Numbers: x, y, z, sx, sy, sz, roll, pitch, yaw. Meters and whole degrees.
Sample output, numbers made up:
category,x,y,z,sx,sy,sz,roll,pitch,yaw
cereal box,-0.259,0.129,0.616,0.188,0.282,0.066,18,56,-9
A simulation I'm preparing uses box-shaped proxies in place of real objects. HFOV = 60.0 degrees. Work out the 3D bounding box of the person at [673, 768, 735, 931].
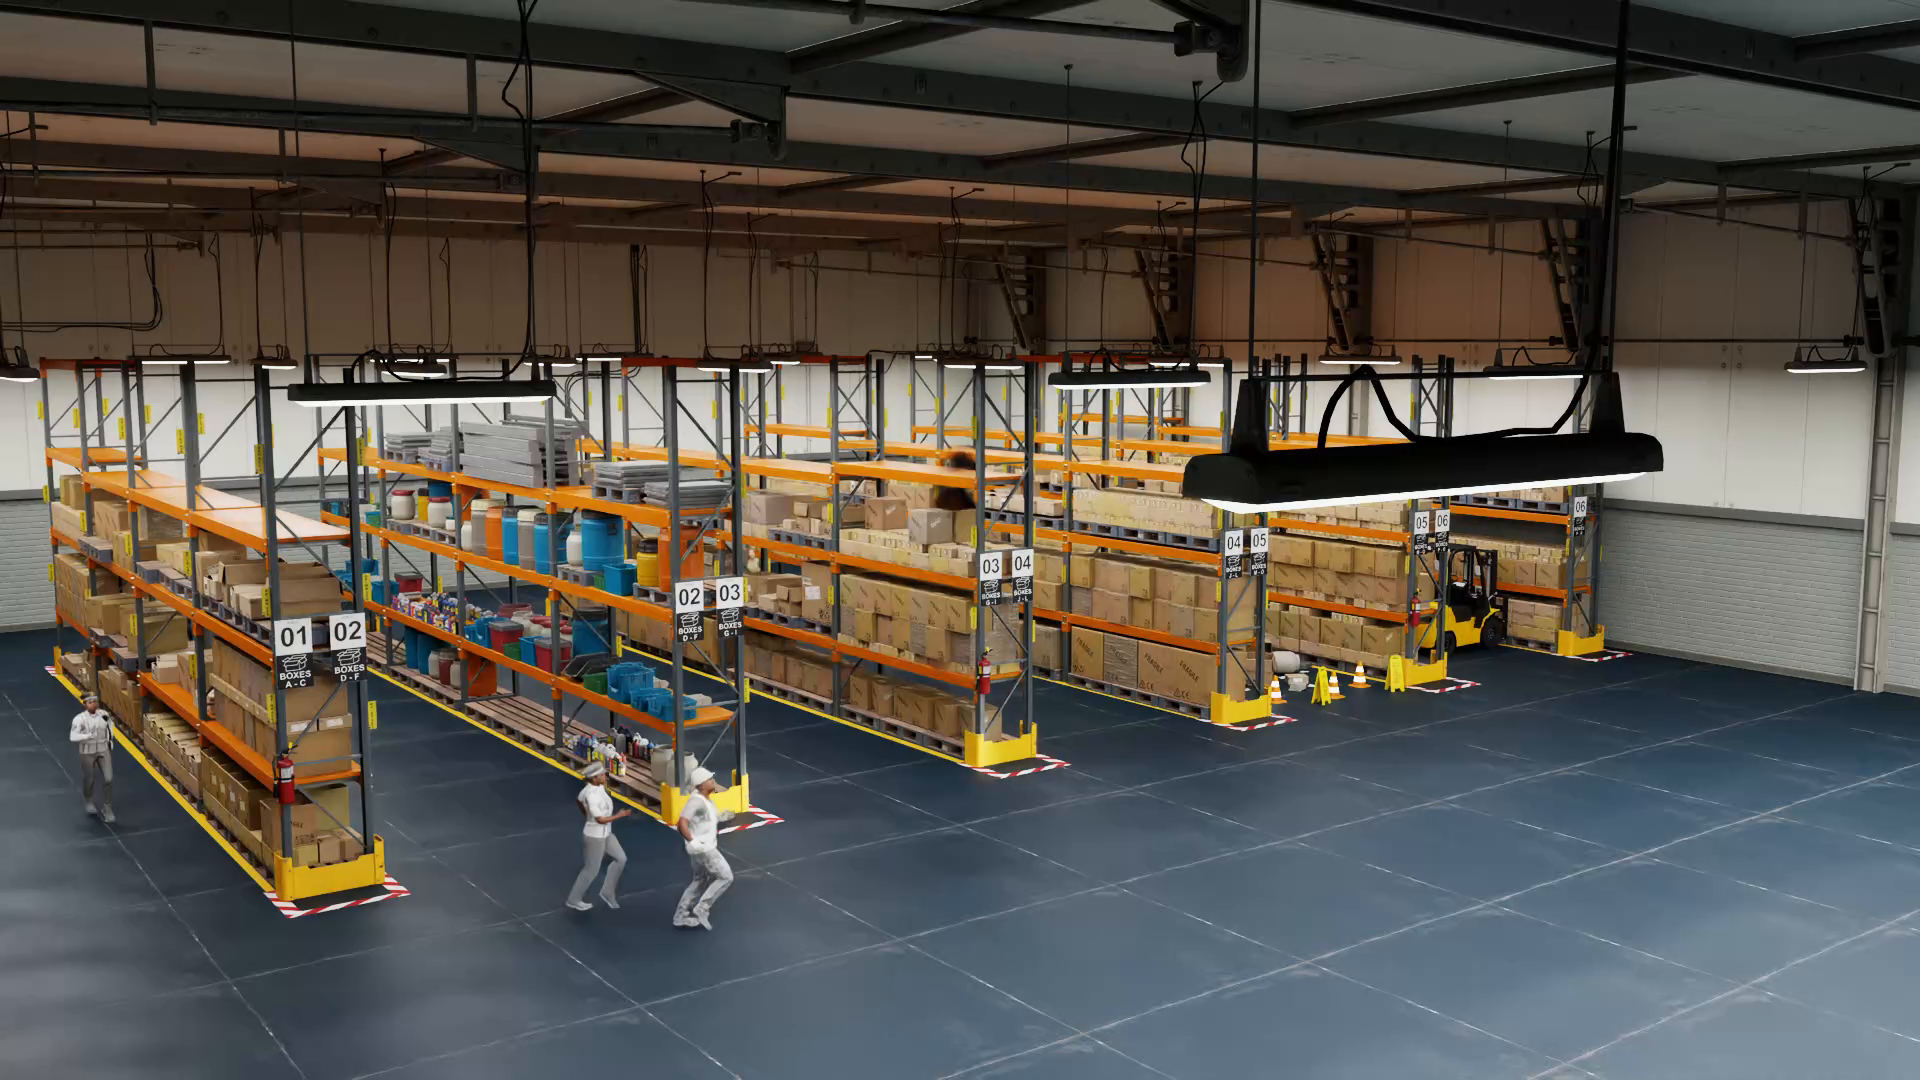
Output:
category,x,y,z,sx,sy,sz,roll,pitch,yaw
person,-2.758,3.316,17.900,0.686,1.759,0.673,-1,7,-11

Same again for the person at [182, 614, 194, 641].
category,x,y,z,sx,sy,sz,roll,pitch,yaw
person,-15.453,1.596,33.001,0.645,1.615,0.596,1,7,11

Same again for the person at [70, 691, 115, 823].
category,x,y,z,sx,sy,sz,roll,pitch,yaw
person,-11.451,2.846,22.016,0.596,1.740,0.720,-6,9,-41

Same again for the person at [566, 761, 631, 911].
category,x,y,z,sx,sy,sz,roll,pitch,yaw
person,-4.000,3.296,18.406,0.729,1.745,0.541,0,7,-3

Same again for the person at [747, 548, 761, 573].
category,x,y,z,sx,sy,sz,roll,pitch,yaw
person,-4.752,0.999,37.730,0.587,1.663,0.829,-4,8,-33
